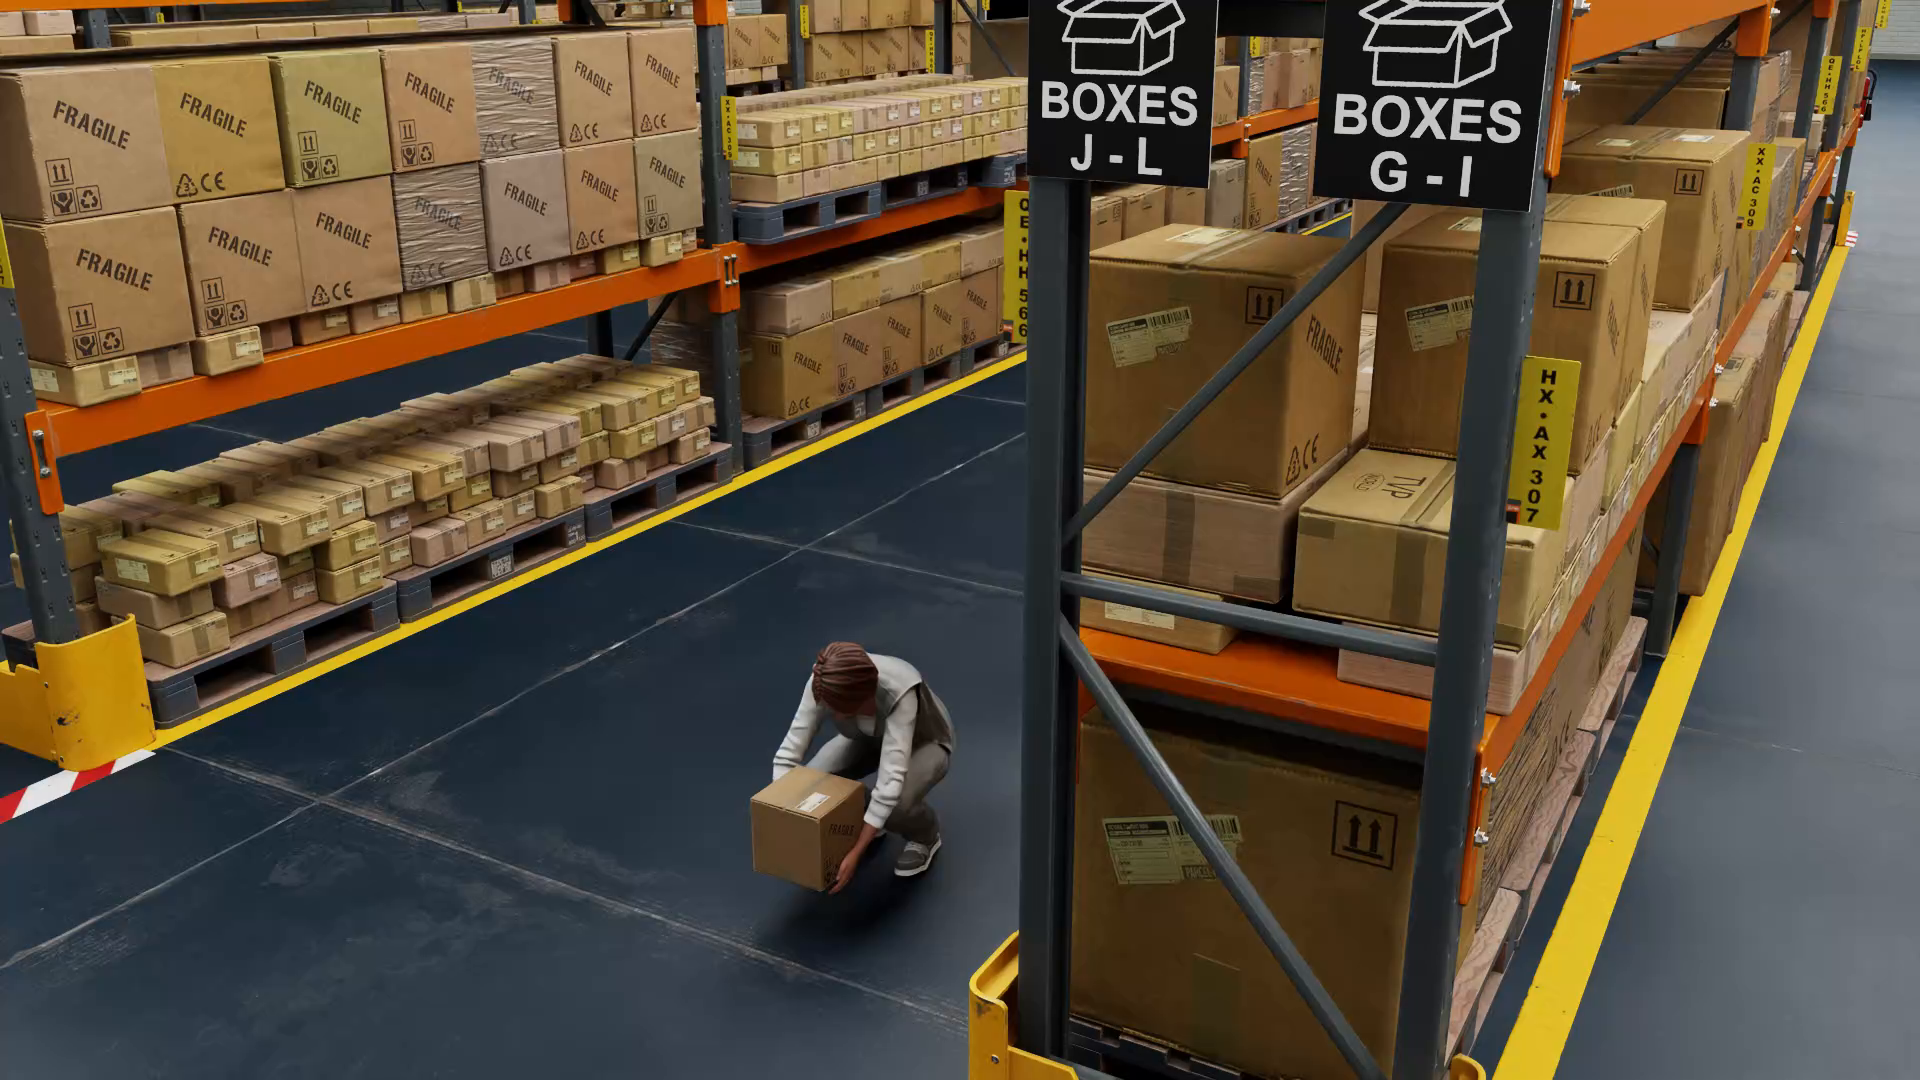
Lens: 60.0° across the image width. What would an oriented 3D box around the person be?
[{"bbox_3d":[-0.291,0.666,5.286,0.463,0.891,0.804,11,22,28],"label":"person"}]
